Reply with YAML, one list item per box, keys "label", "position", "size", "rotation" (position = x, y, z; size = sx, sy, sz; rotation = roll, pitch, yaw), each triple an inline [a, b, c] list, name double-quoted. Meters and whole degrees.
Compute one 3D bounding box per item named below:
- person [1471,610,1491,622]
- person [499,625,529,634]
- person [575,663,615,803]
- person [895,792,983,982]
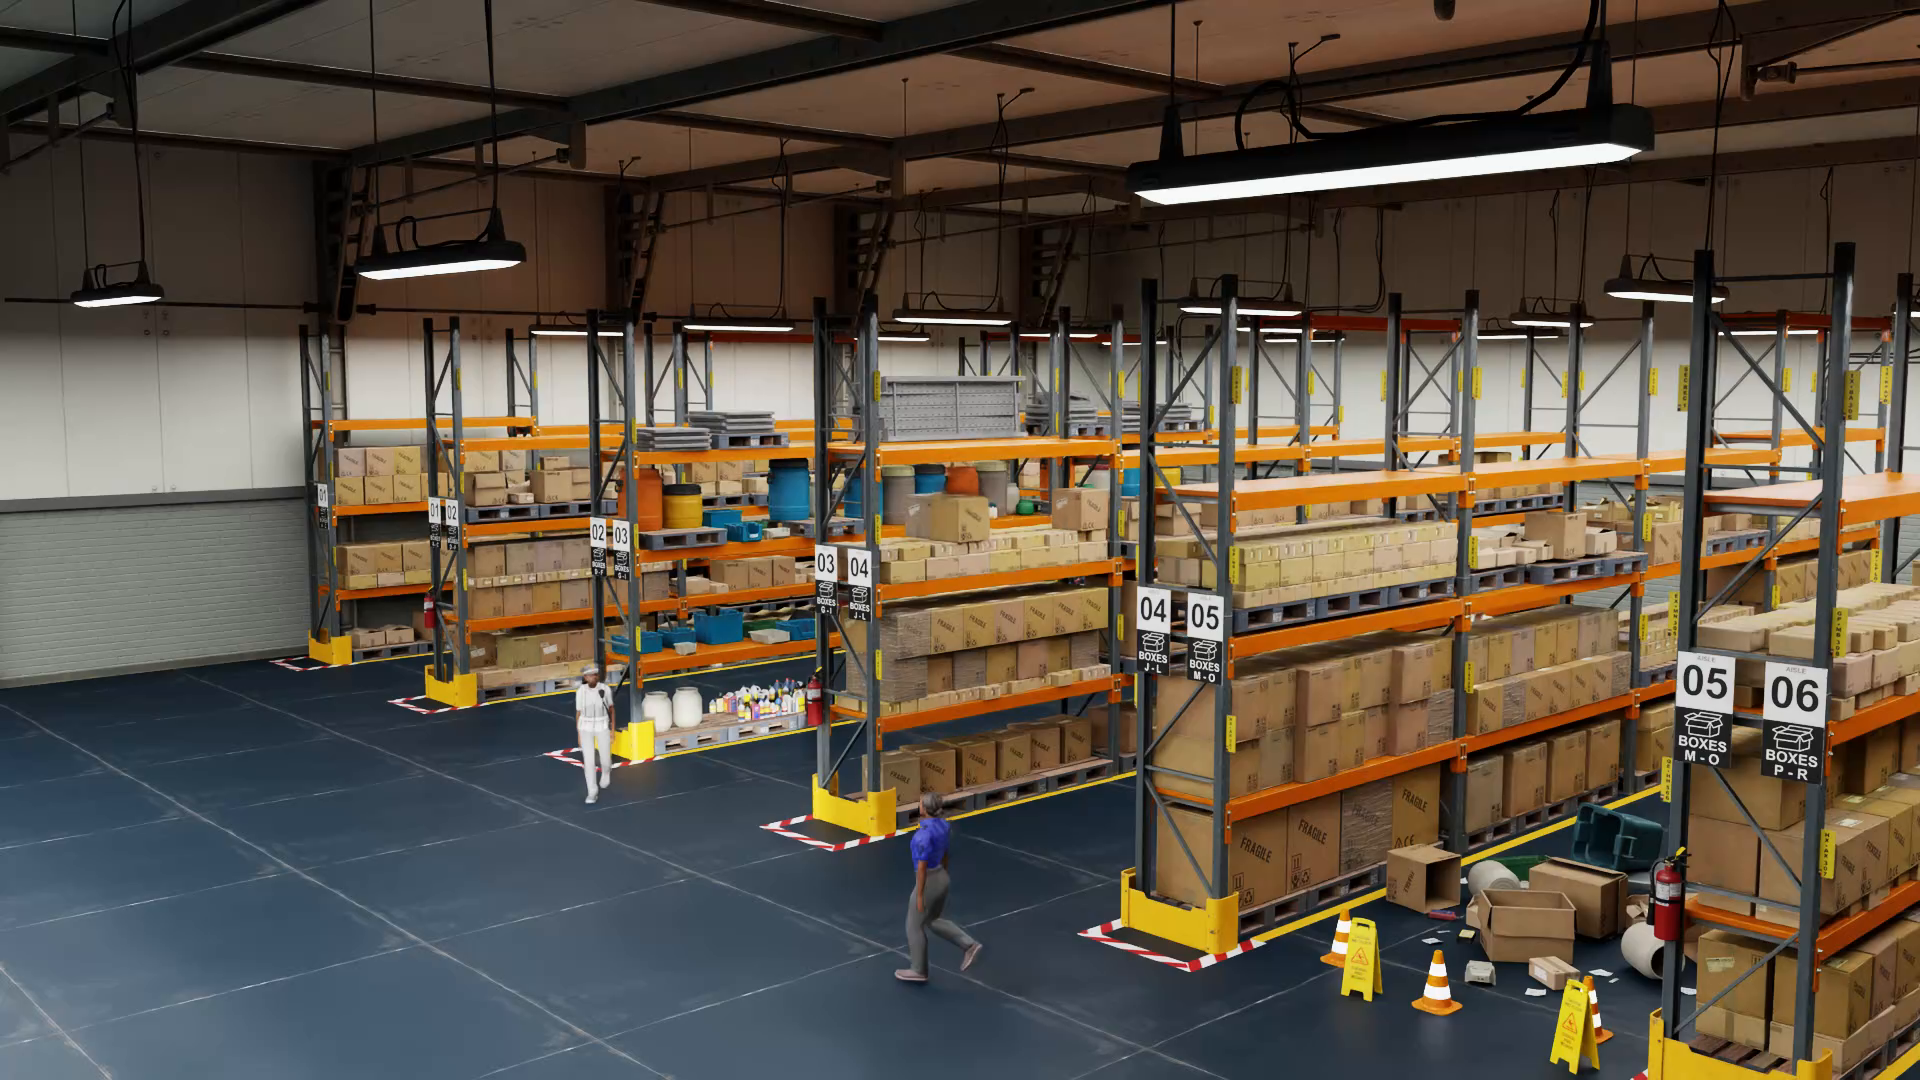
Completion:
- label: "person"
  position: [7.757, 1.754, 25.085]
  size: [1.125, 1.726, 0.638]
  rotation: [-5, 8, -40]
- label: "person"
  position: [-7.773, 1.465, 28.793]
  size: [1.012, 1.574, 0.470]
  rotation: [-5, 8, -42]
- label: "person"
  position: [-4.410, 2.288, 20.131]
  size: [0.462, 1.664, 0.734]
  rotation: [-1, 6, -7]
- label: "person"
  position: [-0.192, 2.922, 14.033]
  size: [0.730, 1.625, 0.451]
  rotation: [2, 6, 15]
